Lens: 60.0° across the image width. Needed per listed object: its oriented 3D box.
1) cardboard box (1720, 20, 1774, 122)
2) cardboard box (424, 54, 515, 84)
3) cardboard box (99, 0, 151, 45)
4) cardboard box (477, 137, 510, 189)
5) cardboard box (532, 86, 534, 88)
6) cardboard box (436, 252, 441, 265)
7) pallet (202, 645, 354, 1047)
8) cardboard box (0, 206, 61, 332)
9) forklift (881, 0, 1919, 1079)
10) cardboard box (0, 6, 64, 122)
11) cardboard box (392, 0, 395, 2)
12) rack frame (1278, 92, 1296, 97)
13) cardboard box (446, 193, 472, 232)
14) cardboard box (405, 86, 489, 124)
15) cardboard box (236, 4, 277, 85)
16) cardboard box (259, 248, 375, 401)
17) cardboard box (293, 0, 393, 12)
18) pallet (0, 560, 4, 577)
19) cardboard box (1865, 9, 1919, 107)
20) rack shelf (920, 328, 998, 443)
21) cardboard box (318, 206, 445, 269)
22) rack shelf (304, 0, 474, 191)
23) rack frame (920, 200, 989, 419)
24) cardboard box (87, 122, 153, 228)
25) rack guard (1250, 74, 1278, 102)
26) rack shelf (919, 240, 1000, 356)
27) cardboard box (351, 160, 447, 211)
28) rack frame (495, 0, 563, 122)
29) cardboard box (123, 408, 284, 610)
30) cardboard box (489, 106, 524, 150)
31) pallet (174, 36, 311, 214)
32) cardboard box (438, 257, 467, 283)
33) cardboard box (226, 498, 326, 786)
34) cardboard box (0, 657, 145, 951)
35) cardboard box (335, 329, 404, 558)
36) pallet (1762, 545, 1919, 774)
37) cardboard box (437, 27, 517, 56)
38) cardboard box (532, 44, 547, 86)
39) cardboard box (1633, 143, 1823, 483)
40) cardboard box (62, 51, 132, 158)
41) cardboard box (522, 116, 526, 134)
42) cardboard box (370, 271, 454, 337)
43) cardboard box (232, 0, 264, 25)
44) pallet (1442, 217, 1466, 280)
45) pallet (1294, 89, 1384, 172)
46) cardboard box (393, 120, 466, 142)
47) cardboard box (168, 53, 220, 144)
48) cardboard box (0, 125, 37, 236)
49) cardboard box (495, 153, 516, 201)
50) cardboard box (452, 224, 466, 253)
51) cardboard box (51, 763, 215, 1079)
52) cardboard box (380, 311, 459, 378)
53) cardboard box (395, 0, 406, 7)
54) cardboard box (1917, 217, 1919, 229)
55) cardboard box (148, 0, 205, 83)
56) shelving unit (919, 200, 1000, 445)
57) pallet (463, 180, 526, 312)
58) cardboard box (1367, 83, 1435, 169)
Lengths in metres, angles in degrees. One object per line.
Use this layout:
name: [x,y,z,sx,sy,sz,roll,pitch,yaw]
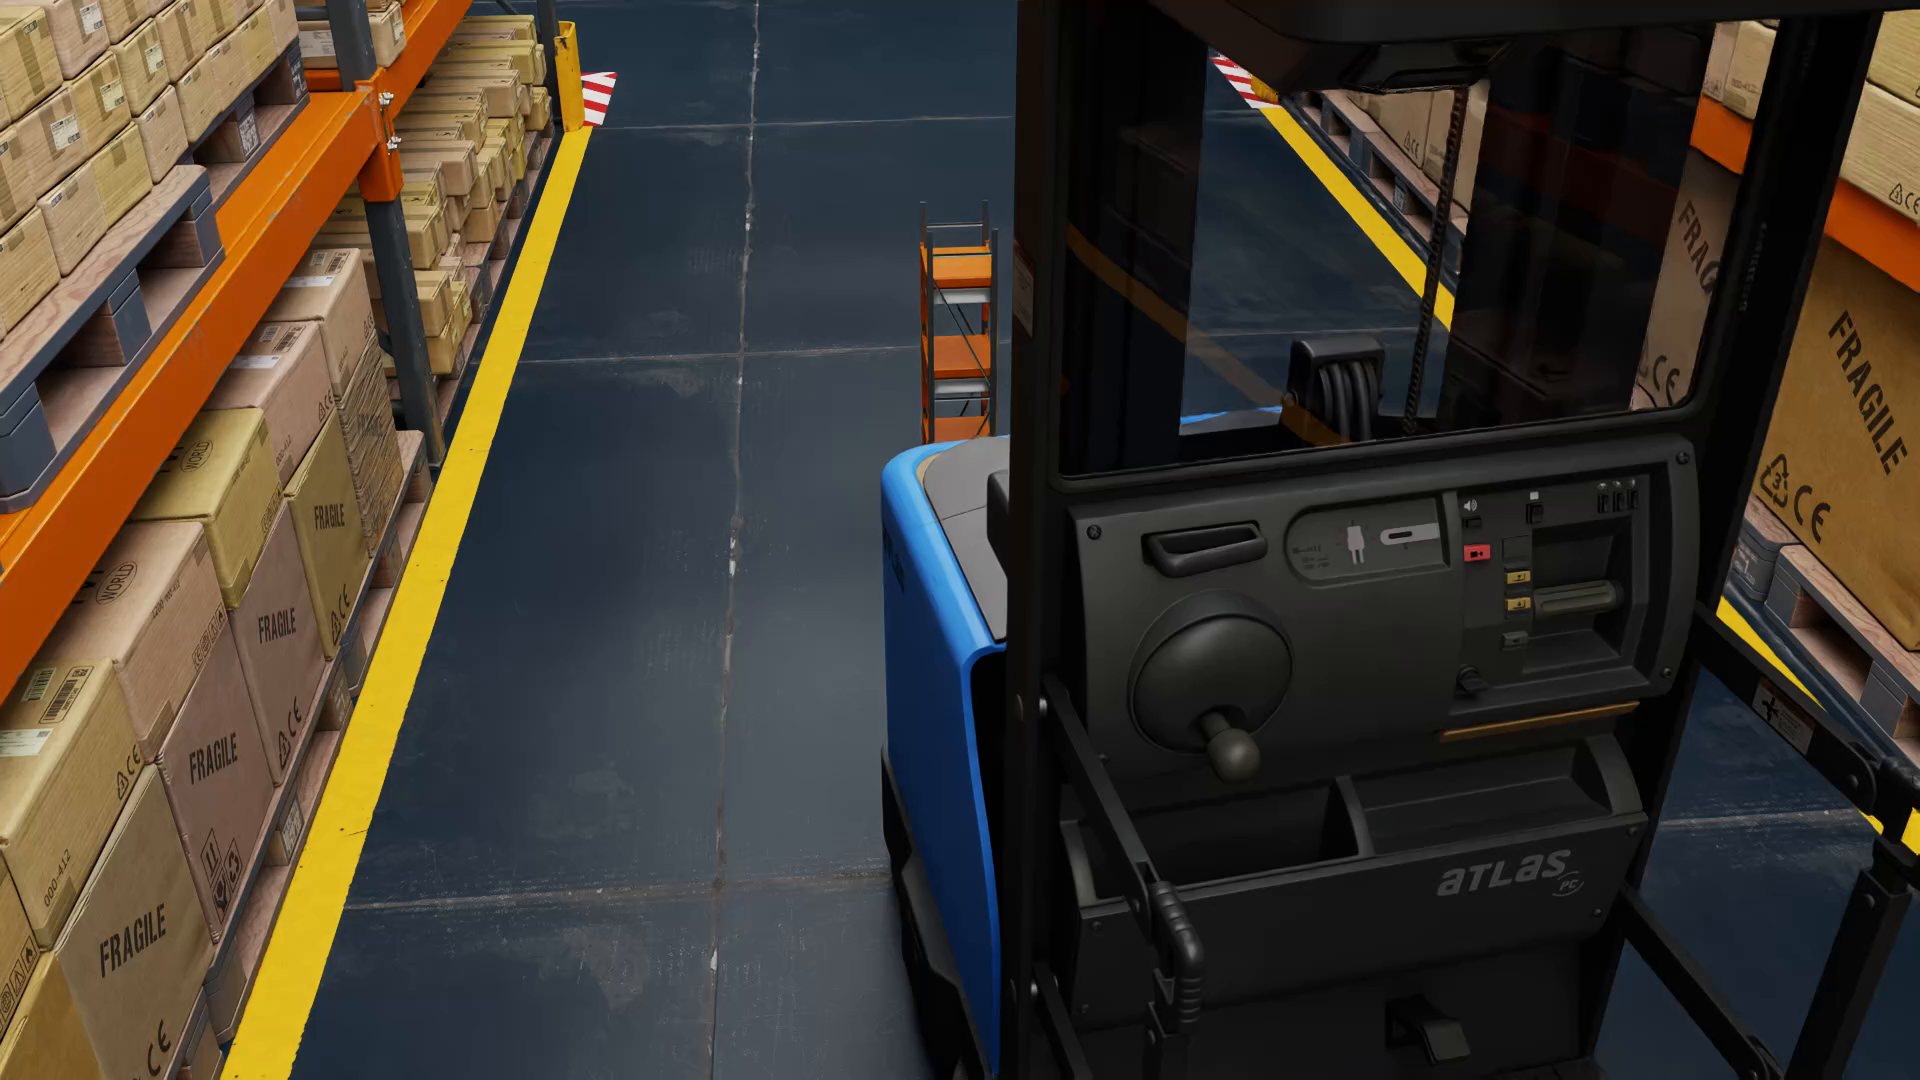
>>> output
cardboard box: [2.479,-1.256,4.574,0.500,0.250,0.500,-3,31,-6]
cardboard box: [-2.262,-2.137,7.692,0.380,0.149,0.250,-4,31,-7]
cardboard box: [-1.944,-1.137,3.483,0.380,0.149,0.250,-4,31,-6]
cardboard box: [-2.138,-1.604,7.090,0.380,0.149,0.250,-2,31,-4]
cardboard box: [-2.385,-2.273,8.501,0.380,0.149,0.250,-2,31,-4]
cardboard box: [-2.155,-1.065,6.189,0.380,0.149,0.250,-3,31,-5]
pallet: [-2.077,0.686,3.896,1.003,0.211,1.213,-3,31,-5]
cardboard box: [-1.861,-0.478,2.961,0.380,0.149,0.250,-2,31,-4]
forklift: [0.664,0.144,2.150,1.130,2.935,3.031,-7,32,-12]
cardboard box: [-1.888,-0.863,3.024,0.380,0.149,0.250,-3,31,-5]
cardboard box: [-2.067,-1.714,5.439,0.380,0.149,0.250,-2,31,-3]
rack frame: [2.277,-3.864,8.794,1.000,3.000,0.127,-3,31,-5]
cardboard box: [-2.179,-1.345,6.657,0.380,0.149,0.250,-1,31,-2]
cardboard box: [-2.267,-1.862,7.233,0.380,0.149,0.250,-4,31,-6]
cardboard box: [-2.009,-1.280,4.303,0.380,0.149,0.250,-3,31,-4]
cardboard box: [-1.947,-0.594,4.616,0.500,0.250,0.500,-4,31,-6]
cardboard box: [-2.063,-1.969,5.233,0.500,0.500,0.500,-3,31,-5]
pallet: [-2.067,0.233,2.123,1.213,0.211,1.003,-3,31,-5]
cardboard box: [2.509,-1.210,4.010,0.500,0.250,0.500,-2,31,-4]
rack shelf: [-0.005,-0.469,5.032,0.215,0.259,0.240,-3,31,-5]
cardboard box: [-2.061,-1.074,5.914,0.380,0.149,0.250,-1,31,-2]
rack shelf: [-2.455,-2.245,6.786,1.077,0.370,4.000,-3,31,-5]
rack frame: [-0.016,-0.540,5.131,0.200,1.050,0.008,-3,31,-5]
cardboard box: [-1.909,-0.747,3.412,0.380,0.149,0.250,-1,31,-2]
rack guard: [2.275,-2.803,9.456,1.175,0.500,0.348,-3,31,-5]
rack shelf: [-0.005,-0.713,4.886,0.215,0.259,0.240,-3,31,-5]
cardboard box: [-2.180,-1.333,6.347,0.380,0.149,0.250,-4,31,-6]
rack frame: [-2.642,-3.575,8.311,1.000,3.000,0.127,-3,31,-5]
cardboard box: [-1.848,-0.062,3.725,0.500,0.250,0.500,-4,31,-7]
cardboard box: [-2.197,-1.875,7.544,0.380,0.149,0.250,-2,31,-4]
pallet: [-2.341,-1.054,4.276,1.003,0.211,1.213,-3,31,-5]
cardboard box: [-2.082,-0.951,6.288,0.380,0.149,0.250,-3,31,-5]
cardboard box: [-1.857,0.249,3.935,0.500,0.500,0.500,-3,31,-6]
cardboard box: [-1.765,0.457,2.856,0.500,0.250,0.500,-3,31,-5]
cardboard box: [-1.948,-0.275,4.813,0.500,0.500,0.500,-3,31,-6]
pallet: [2.915,0.390,4.392,1.003,0.211,1.213,-3,31,-5]
cardboard box: [-2.374,-2.398,8.130,0.380,0.149,0.250,-2,31,-4]
cardboard box: [-2.308,-2.404,8.430,0.380,0.149,0.250,-4,31,-6]
cardboard box: [2.789,-0.777,5.289,0.875,0.875,0.875,-2,31,-3]
cardboard box: [-1.907,-0.867,3.321,0.380,0.149,0.250,-3,31,-4]
cardboard box: [-2.321,-2.008,8.057,0.380,0.149,0.250,-3,31,-5]
cardboard box: [-1.983,-0.818,5.774,0.380,0.149,0.250,-1,31,-2]
cardboard box: [-2.008,-1.405,4.223,0.380,0.149,0.250,-3,31,-4]
pallet: [2.658,-1.017,6.747,1.003,0.211,1.213,-3,31,-5]
pallet: [2.430,-2.263,8.832,1.003,0.211,1.213,-3,31,-5]
cardboard box: [-2.230,-1.602,6.798,0.380,0.149,0.250,-4,31,-7]
cardboard box: [-1.964,-1.024,3.875,0.380,0.149,0.250,-4,31,-7]
cardboard box: [-1.861,-0.605,2.883,0.380,0.149,0.250,-3,31,-5]
cardboard box: [-2.193,-1.614,7.398,0.380,0.149,0.250,-2,31,-4]
cardboard box: [-2.215,-1.214,6.728,0.380,0.149,0.250,-4,31,-7]
cardboard box: [-1.757,0.772,3.061,0.500,0.500,0.500,-2,31,-4]
cardboard box: [-1.982,-0.691,5.852,0.380,0.149,0.250,-4,31,-7]
cardboard box: [-2.163,-1.987,5.896,0.380,0.149,0.250,-4,31,-7]
cardboard box: [2.549,-0.738,3.707,0.500,0.250,0.500,-3,31,-5]
cardboard box: [-1.958,-1.139,3.777,0.380,0.149,0.250,-4,31,-6]
shelving unit: [-0.005,-0.478,5.027,0.215,1.050,0.252,-3,31,-5]
pallet: [-2.483,-1.302,7.223,1.003,0.211,1.213,-3,31,-5]
cardboard box: [2.532,-2.146,8.006,0.875,0.438,0.875,-2,31,-3]
